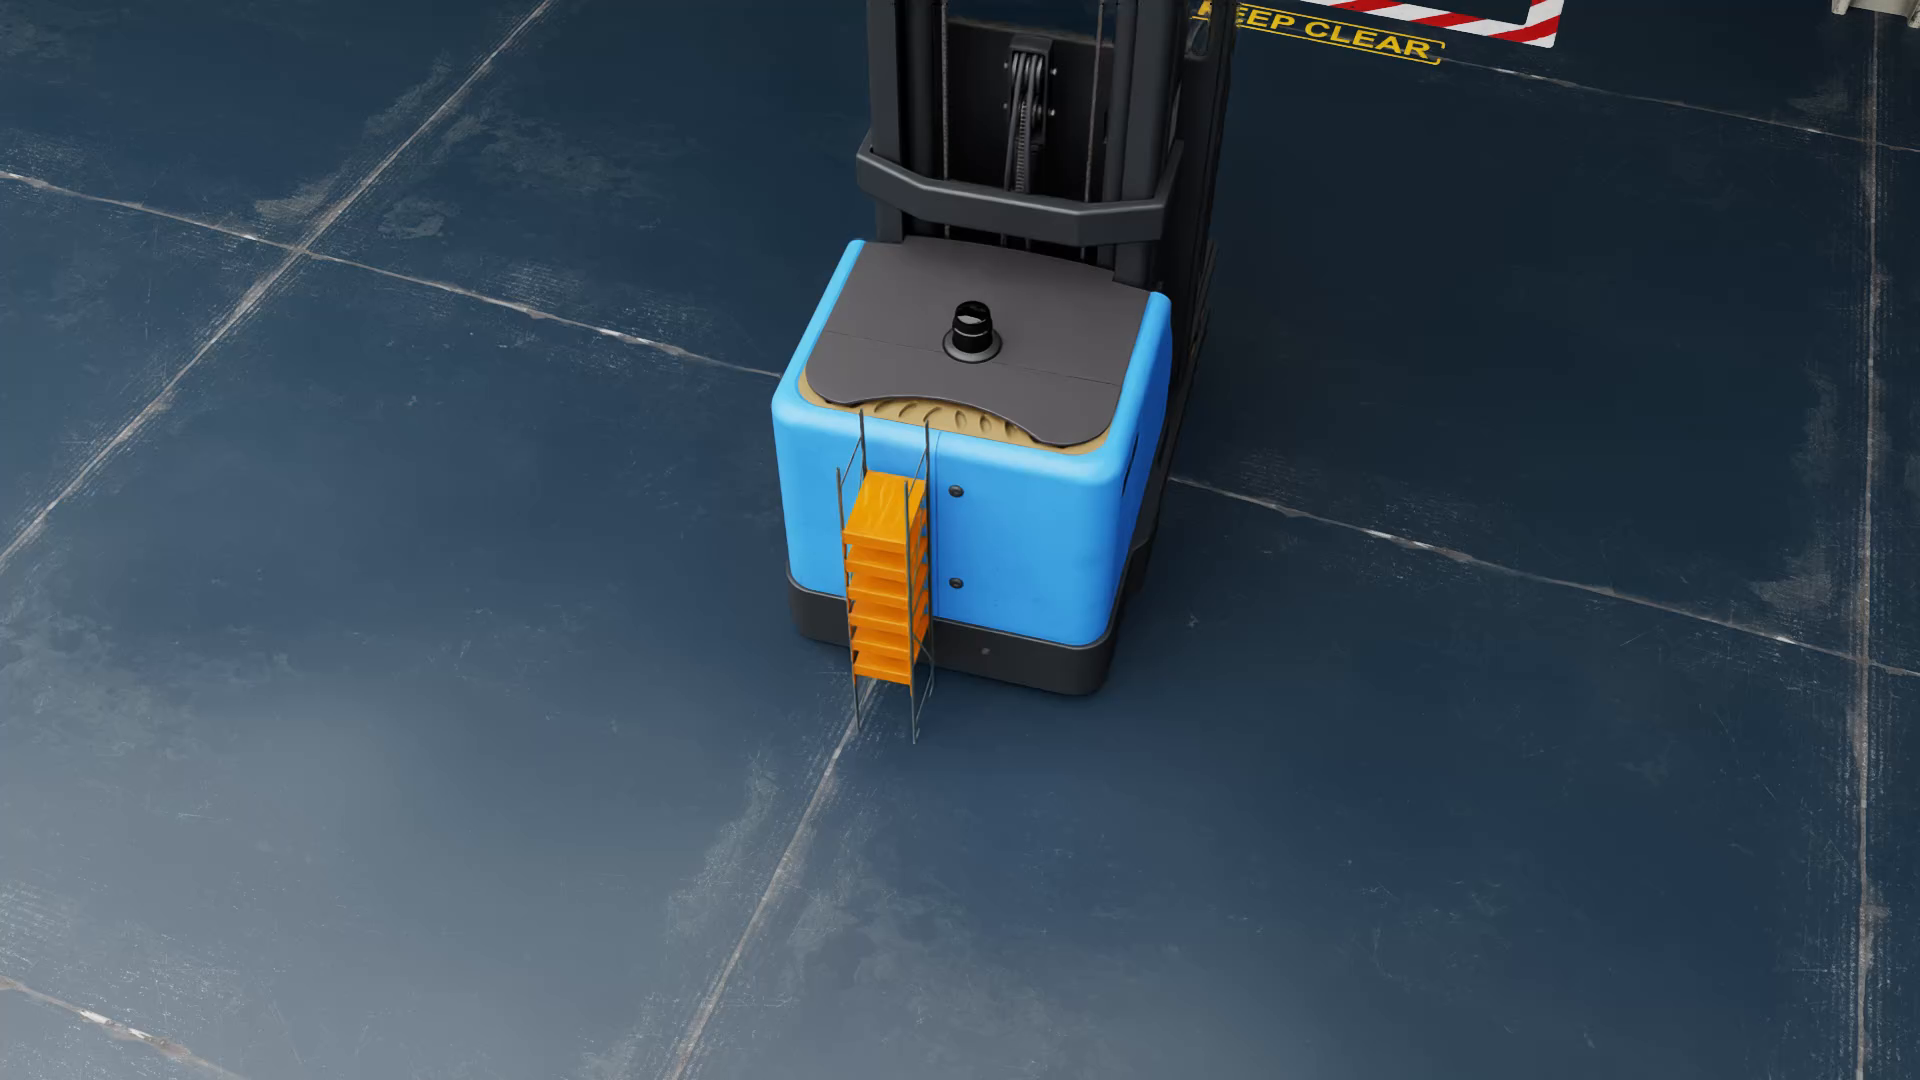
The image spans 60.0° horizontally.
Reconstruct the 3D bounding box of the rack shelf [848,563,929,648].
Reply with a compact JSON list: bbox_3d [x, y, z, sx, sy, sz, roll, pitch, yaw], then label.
[{"bbox_3d":[-0.203,0.172,4.865,0.180,0.103,0.258,11,50,9],"label":"rack shelf"}]

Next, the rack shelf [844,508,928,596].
[{"bbox_3d":[-0.203,0.015,4.684,0.180,0.103,0.258,11,50,9],"label":"rack shelf"}]

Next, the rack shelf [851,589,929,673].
[{"bbox_3d":[-0.203,0.251,4.956,0.180,0.103,0.258,11,50,9],"label":"rack shelf"}]

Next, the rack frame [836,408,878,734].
[{"bbox_3d":[-0.292,0.127,4.846,0.006,1.200,0.240,11,50,9],"label":"rack frame"}]

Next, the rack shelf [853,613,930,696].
[{"bbox_3d":[-0.203,0.330,5.047,0.180,0.103,0.258,11,50,9],"label":"rack shelf"}]

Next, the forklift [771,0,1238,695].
[{"bbox_3d":[0.330,-1.613,5.209,1.130,2.935,3.031,12,50,10],"label":"forklift"}]

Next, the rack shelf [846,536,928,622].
[{"bbox_3d":[-0.203,0.094,4.775,0.180,0.103,0.258,11,50,9],"label":"rack shelf"}]

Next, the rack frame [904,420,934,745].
[{"bbox_3d":[-0.114,0.160,4.817,0.006,1.200,0.240,11,50,9],"label":"rack frame"}]

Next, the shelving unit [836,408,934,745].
[{"bbox_3d":[-0.203,0.143,4.832,0.189,1.200,0.258,11,50,9],"label":"shelving unit"}]

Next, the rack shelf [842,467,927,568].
[{"bbox_3d":[-0.203,-0.063,4.593,0.180,0.103,0.258,11,50,9],"label":"rack shelf"}]
